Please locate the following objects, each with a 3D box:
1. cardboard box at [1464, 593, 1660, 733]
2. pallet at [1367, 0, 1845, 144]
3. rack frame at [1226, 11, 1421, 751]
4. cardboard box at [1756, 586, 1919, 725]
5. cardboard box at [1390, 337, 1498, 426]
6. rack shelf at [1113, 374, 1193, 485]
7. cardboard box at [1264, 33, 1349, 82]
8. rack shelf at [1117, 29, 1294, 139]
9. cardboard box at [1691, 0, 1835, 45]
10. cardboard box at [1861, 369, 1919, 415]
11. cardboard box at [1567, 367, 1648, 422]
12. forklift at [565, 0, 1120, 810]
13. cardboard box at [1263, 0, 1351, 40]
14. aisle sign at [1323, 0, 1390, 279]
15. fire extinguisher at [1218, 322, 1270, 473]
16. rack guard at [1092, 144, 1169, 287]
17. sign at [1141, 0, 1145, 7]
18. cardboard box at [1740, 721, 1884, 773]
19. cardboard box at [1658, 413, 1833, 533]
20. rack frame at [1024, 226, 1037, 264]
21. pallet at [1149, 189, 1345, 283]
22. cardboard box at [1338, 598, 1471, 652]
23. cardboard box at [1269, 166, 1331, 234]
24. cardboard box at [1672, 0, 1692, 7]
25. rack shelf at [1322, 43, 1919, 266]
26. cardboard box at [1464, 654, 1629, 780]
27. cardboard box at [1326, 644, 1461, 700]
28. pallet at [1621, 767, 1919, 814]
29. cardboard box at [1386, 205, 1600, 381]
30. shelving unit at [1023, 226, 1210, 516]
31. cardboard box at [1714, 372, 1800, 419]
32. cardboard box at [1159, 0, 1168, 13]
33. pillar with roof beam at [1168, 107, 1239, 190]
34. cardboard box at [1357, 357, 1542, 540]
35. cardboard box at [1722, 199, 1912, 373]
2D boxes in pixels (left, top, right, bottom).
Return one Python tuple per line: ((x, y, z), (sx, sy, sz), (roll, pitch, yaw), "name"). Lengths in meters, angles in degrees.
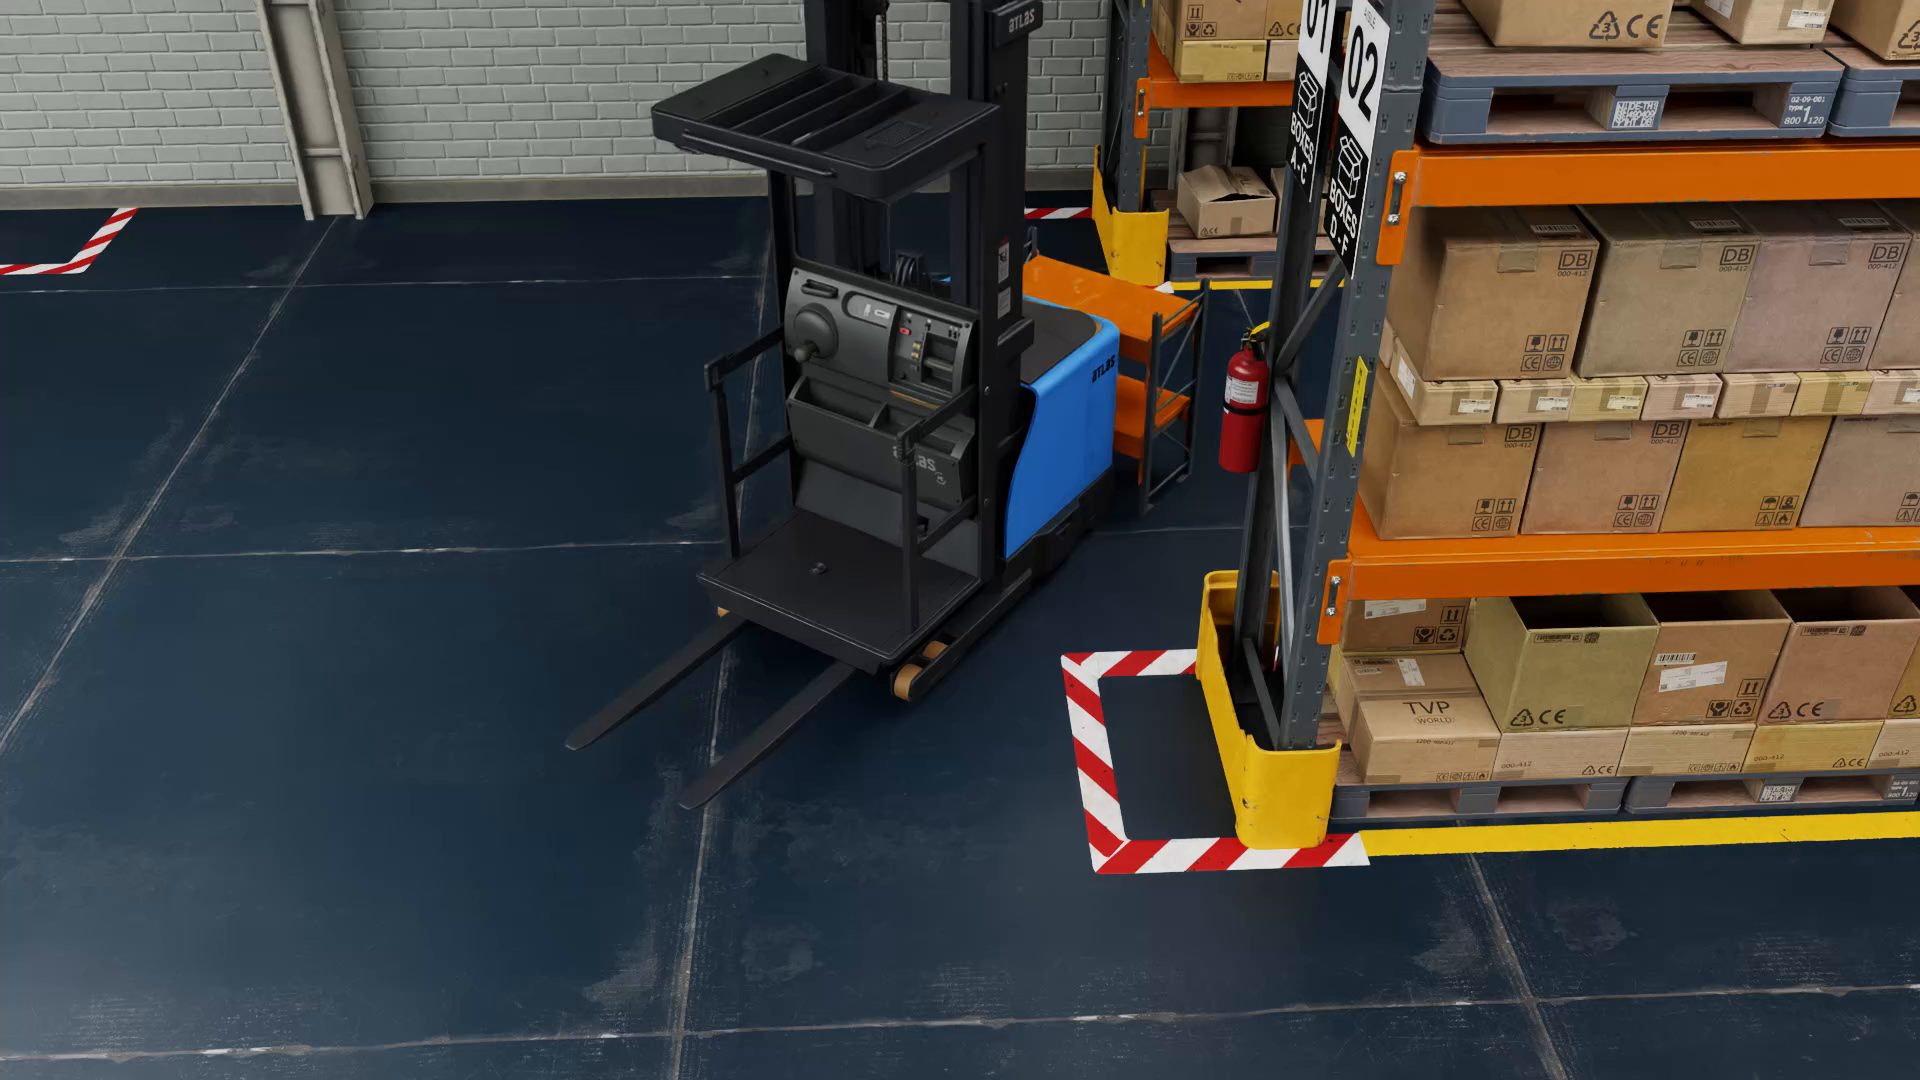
((2.314, 0.388, 6.442), (0.500, 0.500, 0.500), (-2, 35, -2), "cardboard box")
((1.976, -1.560, 5.311), (1.213, 0.211, 1.003), (-2, 35, -2), "pallet")
((1.268, -0.359, 6.133), (0.127, 3.000, 1.000), (-2, 35, -2), "rack frame")
((3.313, 0.364, 6.477), (0.500, 0.500, 0.500), (-2, 35, -2), "cardboard box")
((1.671, -0.555, 5.758), (0.250, 0.149, 0.380), (-2, 35, -3), "cardboard box")
((0.652, -0.675, 8.667), (1.000, 0.278, 0.538), (22, 41, 29), "rack shelf")
((2.051, -2.976, 10.029), (0.500, 0.250, 0.500), (-3, 35, -4), "cardboard box")
((3.028, -2.933, 10.484), (4.000, 0.370, 1.077), (-2, 35, -2), "rack shelf")
((2.452, -1.651, 5.092), (0.250, 0.149, 0.380), (-2, 35, -2), "cardboard box")
((3.206, -0.596, 5.817), (0.250, 0.149, 0.380), (-1, 35, -2), "cardboard box")
((2.183, -0.570, 5.779), (0.250, 0.149, 0.380), (-1, 35, -2), "cardboard box")
((-0.467, -0.810, 6.844), (1.130, 2.935, 3.031), (21, 40, 27), "forklift")
((2.015, -3.279, 9.808), (0.500, 0.500, 0.500), (-1, 35, -2), "cardboard box")
((1.217, -1.252, 5.139), (0.004, 0.787, 0.394), (-2, 35, -2), "aisle sign")
((1.128, -0.588, 6.532), (0.183, 0.674, 0.296), (-2, 35, -2), "fire extinguisher")
((1.106, -2.149, 10.916), (0.348, 0.500, 1.175), (-2, 35, -2), "rack guard")
((1.056, -3.222, 9.510), (0.005, 0.325, 0.100), (-2, 35, -2), "sign")
((3.313, 0.671, 6.691), (0.500, 0.250, 0.500), (-2, 35, -2), "cardboard box")
((2.756, -0.432, 6.151), (0.500, 0.500, 0.700), (-1, 35, -2), "cardboard box")
((0.241, -1.046, 8.773), (0.032, 1.125, 0.500), (22, 41, 29), "rack frame")
((1.919, -2.032, 11.001), (1.213, 0.211, 1.003), (-2, 35, -2), "pallet")
((1.790, 0.107, 6.848), (0.500, 0.500, 0.500), (-2, 35, -2), "cardboard box")
((2.295, -2.233, 10.817), (0.500, 0.311, 0.500), (1, 35, 2), "cardboard box")
((2.406, -1.942, 5.424), (0.500, 0.250, 0.500), (-2, 35, -2), "cardboard box")
((3.266, -1.351, 5.562), (4.000, 0.370, 1.077), (-2, 35, -2), "rack shelf")
((2.314, 0.695, 6.657), (0.500, 0.250, 0.500), (-2, 35, -2), "cardboard box")
((1.790, 0.417, 7.059), (0.500, 0.250, 0.500), (-2, 35, -2), "cardboard box")
((3.246, 0.712, 7.036), (1.213, 0.211, 1.003), (-2, 35, -2), "pallet")
((1.788, -0.940, 5.745), (0.500, 0.500, 0.700), (-1, 35, -2), "cardboard box")
((0.652, -0.876, 8.528), (1.048, 1.125, 0.538), (22, 41, 29), "shelving unit")
((2.702, -0.584, 5.800), (0.250, 0.149, 0.380), (-3, 35, -4), "cardboard box")
((1.491, -3.563, 10.218), (0.500, 0.500, 0.500), (-2, 35, -3), "cardboard box")
((1.892, -3.705, 5.696), (0.400, 9.000, 9.100), (-2, 35, -2), "pillar with roof beam")
((1.735, -0.405, 6.112), (0.500, 0.500, 0.700), (-2, 35, -2), "cardboard box")
((2.817, -0.972, 5.790), (0.500, 0.500, 0.700), (-1, 35, -2), "cardboard box")
